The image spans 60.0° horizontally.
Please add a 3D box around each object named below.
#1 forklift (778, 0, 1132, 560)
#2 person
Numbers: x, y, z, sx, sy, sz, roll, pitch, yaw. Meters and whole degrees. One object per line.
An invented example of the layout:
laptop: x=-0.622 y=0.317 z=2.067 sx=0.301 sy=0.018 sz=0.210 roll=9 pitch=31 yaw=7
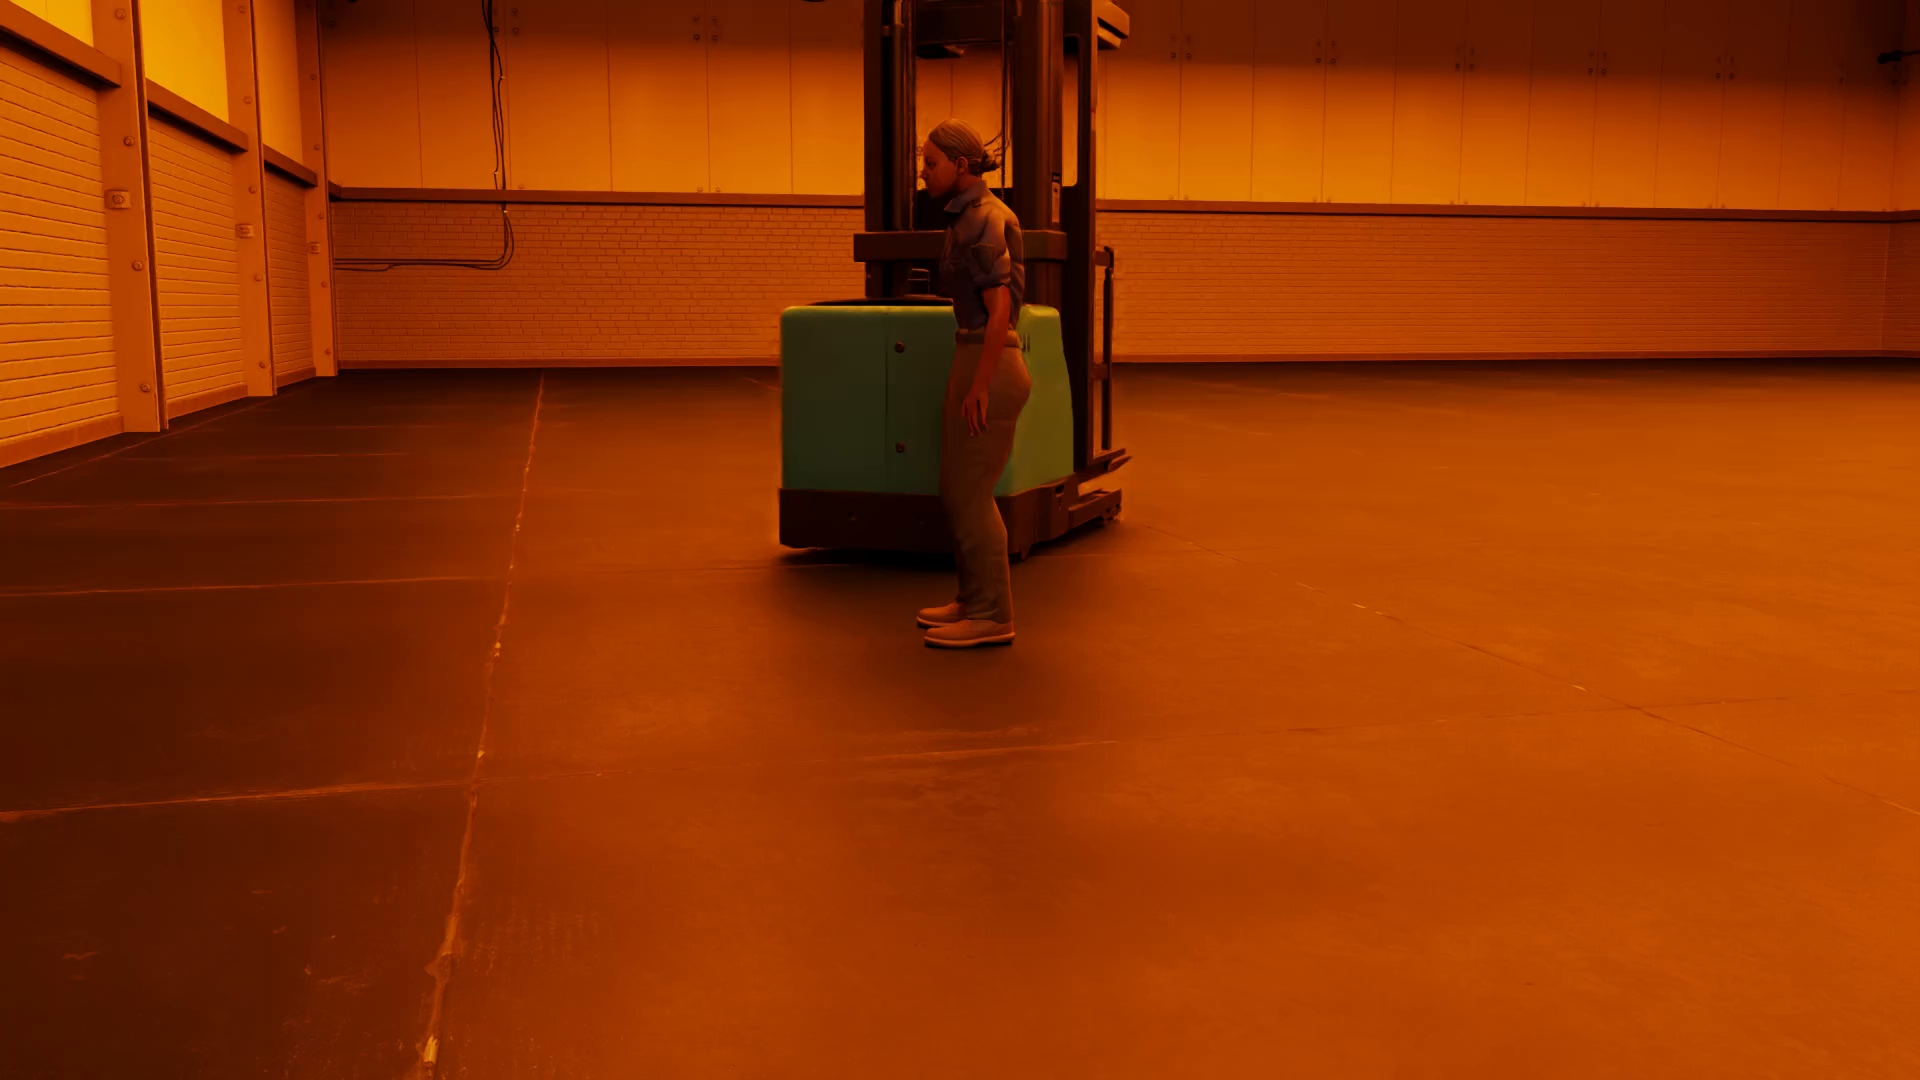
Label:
forklift: x=0.182 y=-1.535 z=8.098 sx=1.130 sy=2.935 sz=3.031 roll=3 pitch=8 yaw=19
person: x=0.044 y=-0.501 z=5.332 sx=0.349 sy=1.653 sz=0.522 roll=-1 pitch=8 yaw=-5
